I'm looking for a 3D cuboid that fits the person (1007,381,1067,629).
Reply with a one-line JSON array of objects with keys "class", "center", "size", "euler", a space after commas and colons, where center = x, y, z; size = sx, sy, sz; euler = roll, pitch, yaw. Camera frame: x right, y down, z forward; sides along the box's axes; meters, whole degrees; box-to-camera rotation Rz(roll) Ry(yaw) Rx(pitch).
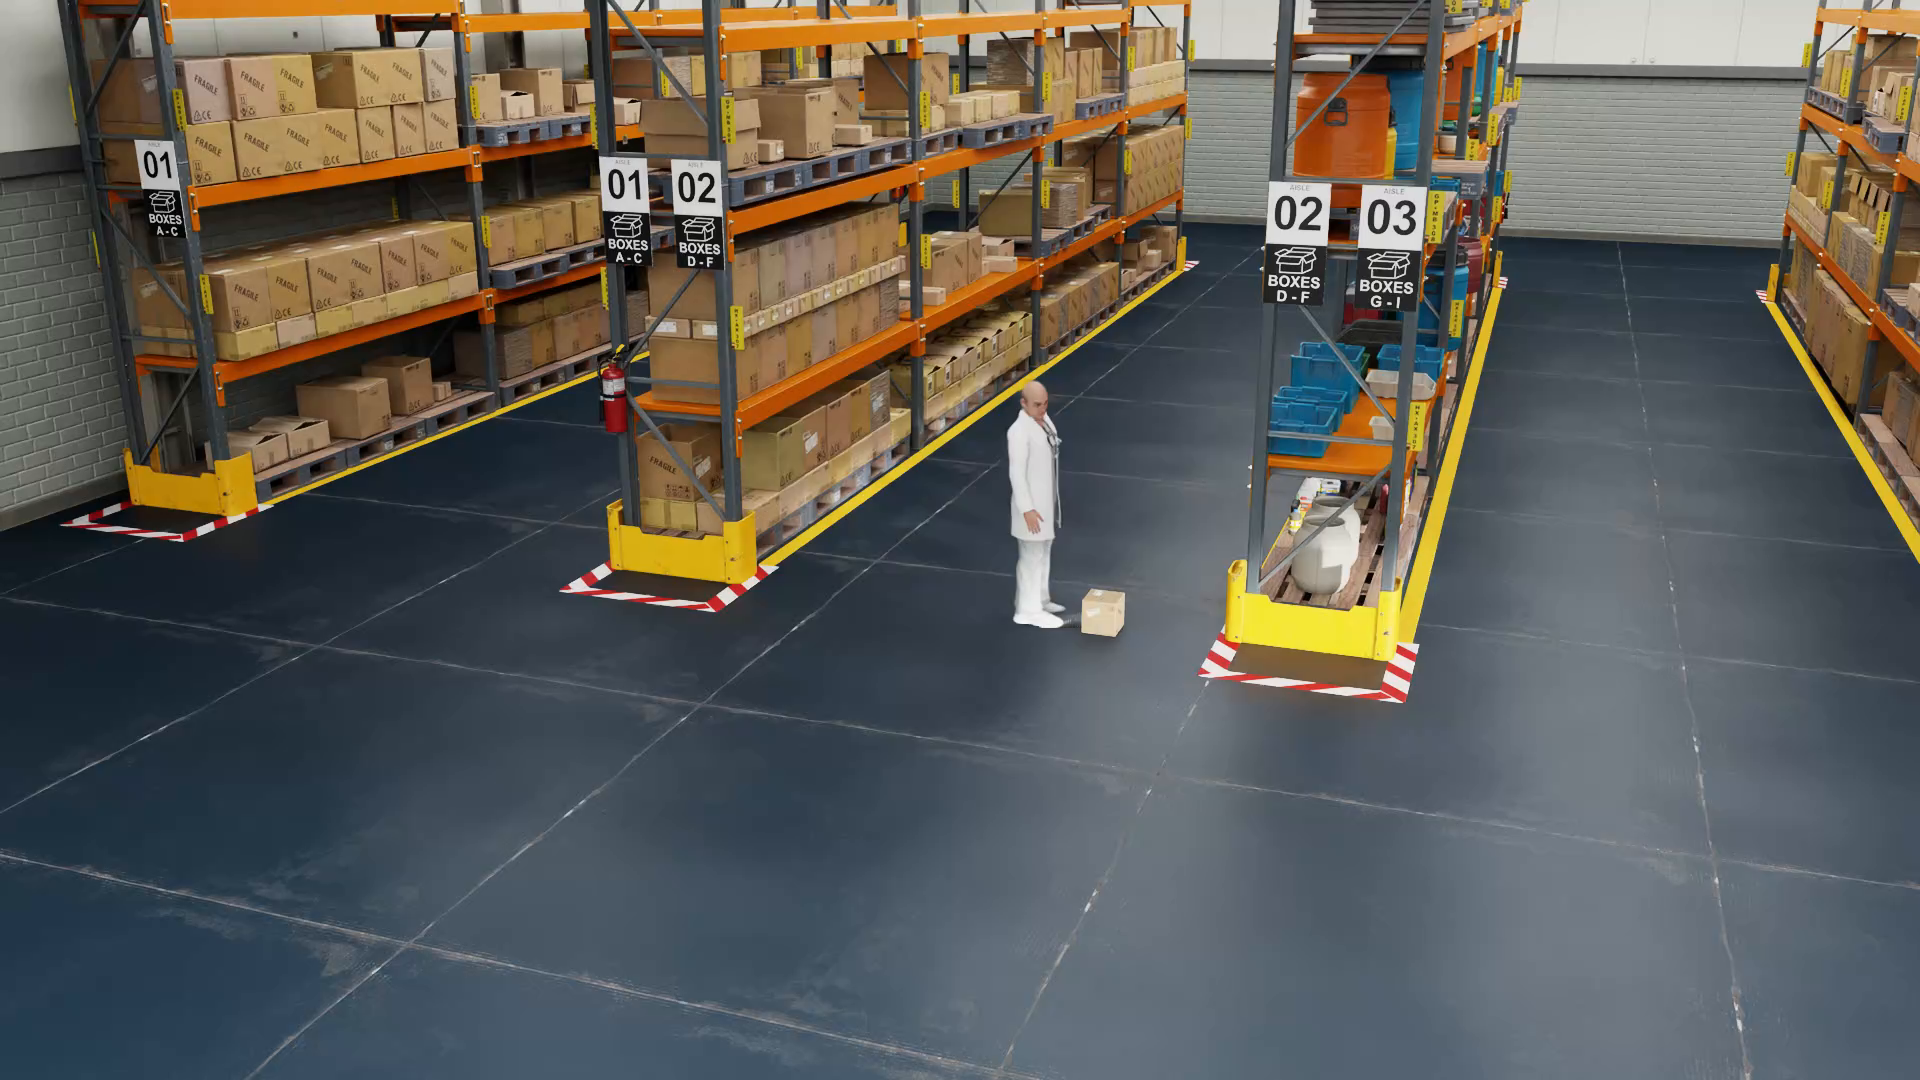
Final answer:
[{"class": "person", "center": [0.577, -0.246, 11.843], "size": [0.417, 1.818, 0.638], "euler": [7, 20, 19]}]
